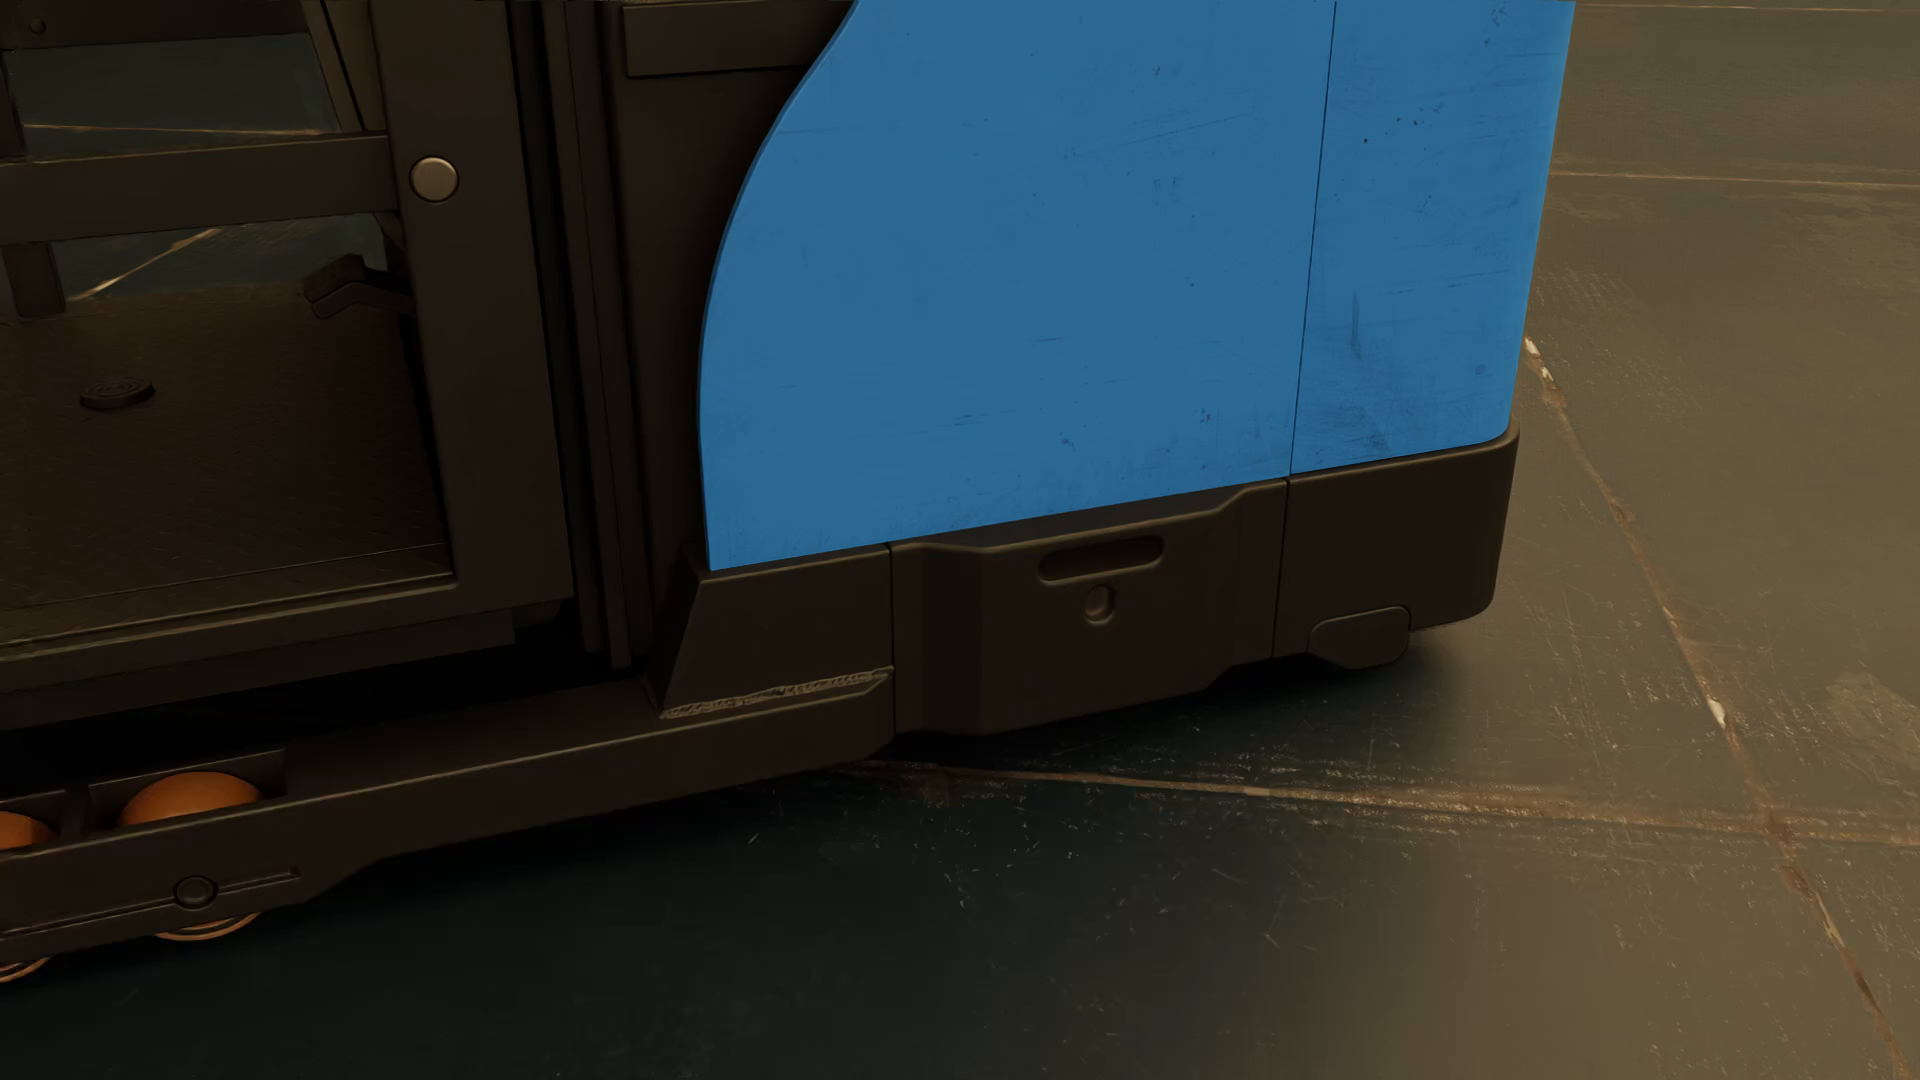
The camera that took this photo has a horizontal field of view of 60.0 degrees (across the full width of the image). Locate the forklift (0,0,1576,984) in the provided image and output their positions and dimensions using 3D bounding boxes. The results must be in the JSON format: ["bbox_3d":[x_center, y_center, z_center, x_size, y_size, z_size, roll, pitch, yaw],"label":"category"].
[{"bbox_3d":[-0.864,-1.142,1.507,3.031,2.935,1.130,-9,28,-18],"label":"forklift"}]
